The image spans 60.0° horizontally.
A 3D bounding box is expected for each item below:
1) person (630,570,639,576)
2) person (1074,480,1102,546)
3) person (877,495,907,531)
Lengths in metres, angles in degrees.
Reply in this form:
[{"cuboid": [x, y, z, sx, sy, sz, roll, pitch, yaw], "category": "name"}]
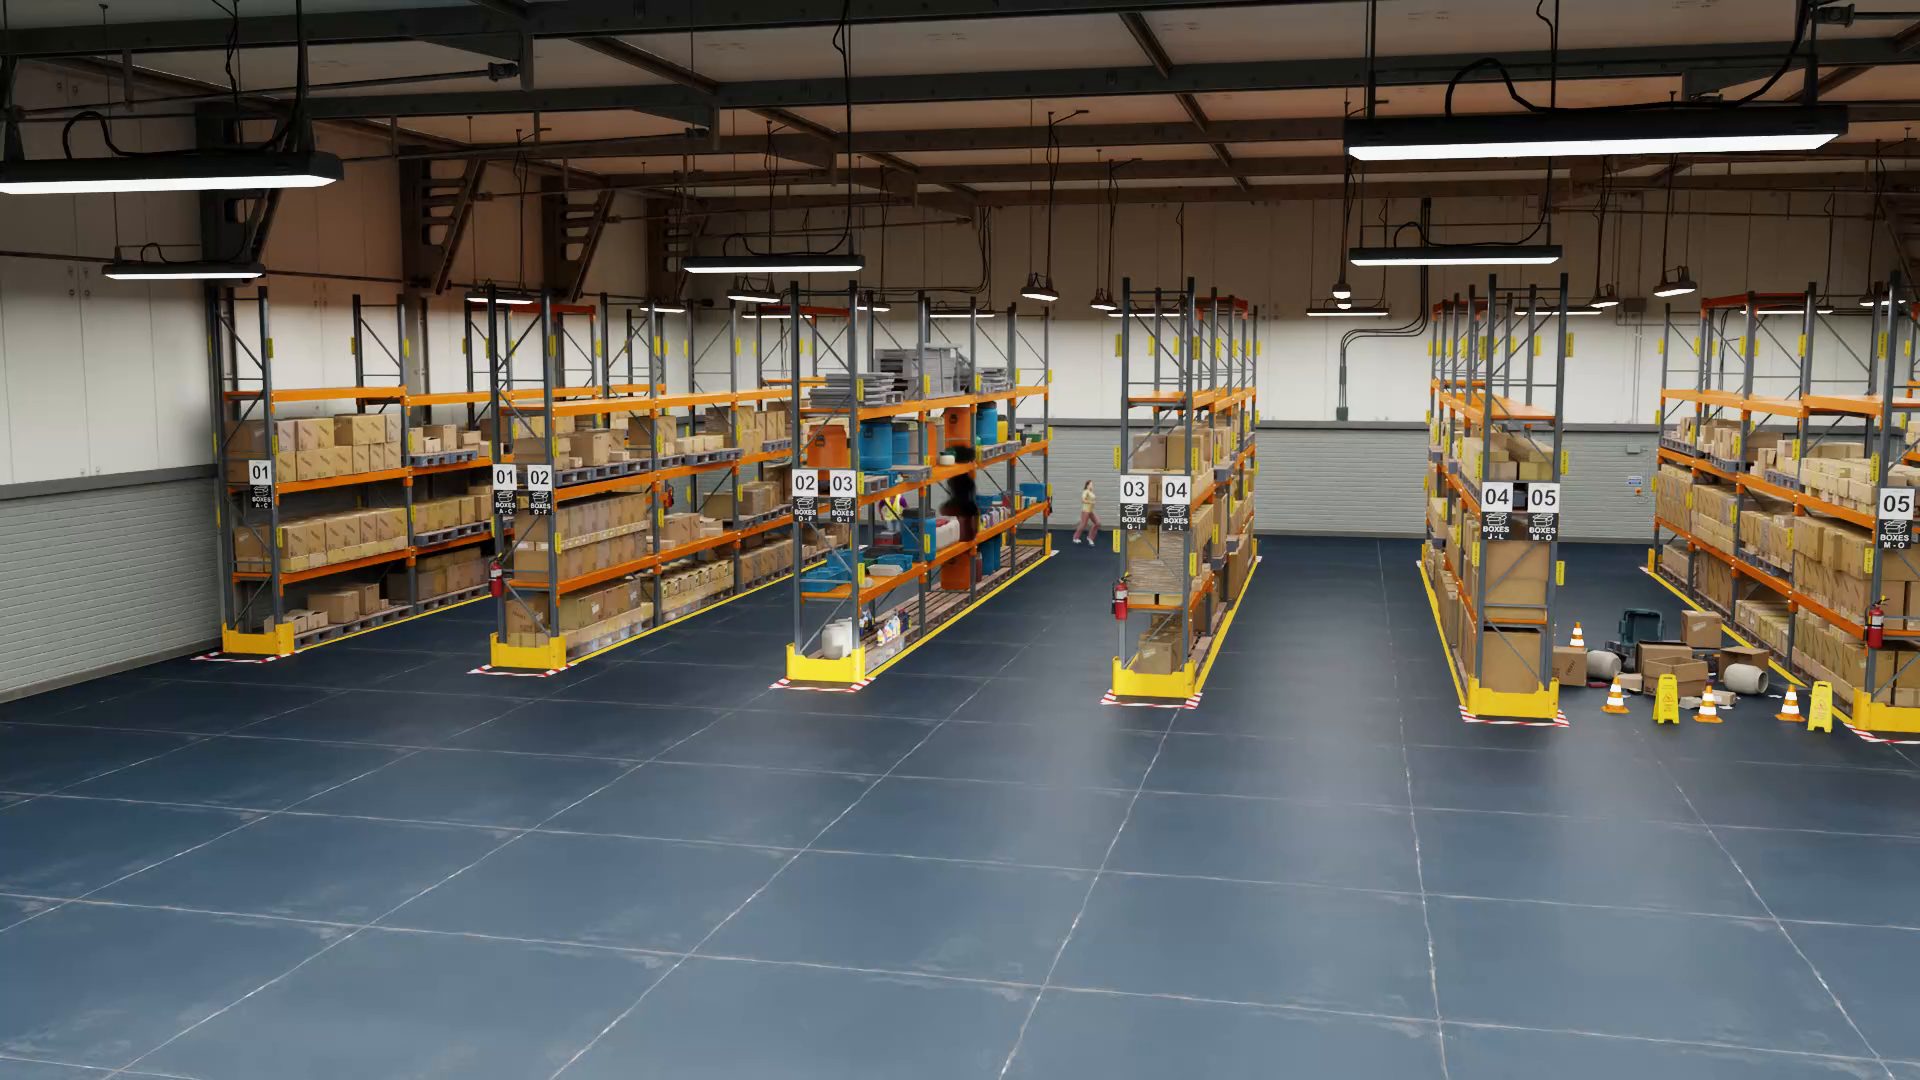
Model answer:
[{"cuboid": [-6.910, 0.144, 35.051, 0.572, 1.673, 0.904, 1, 7, 12], "category": "person"}, {"cuboid": [3.274, -0.697, 42.486, 0.732, 1.707, 0.627, 5, 8, 34], "category": "person"}, {"cuboid": [-1.640, -0.479, 40.309, 0.731, 1.734, 0.577, 0, 7, 3], "category": "person"}]
